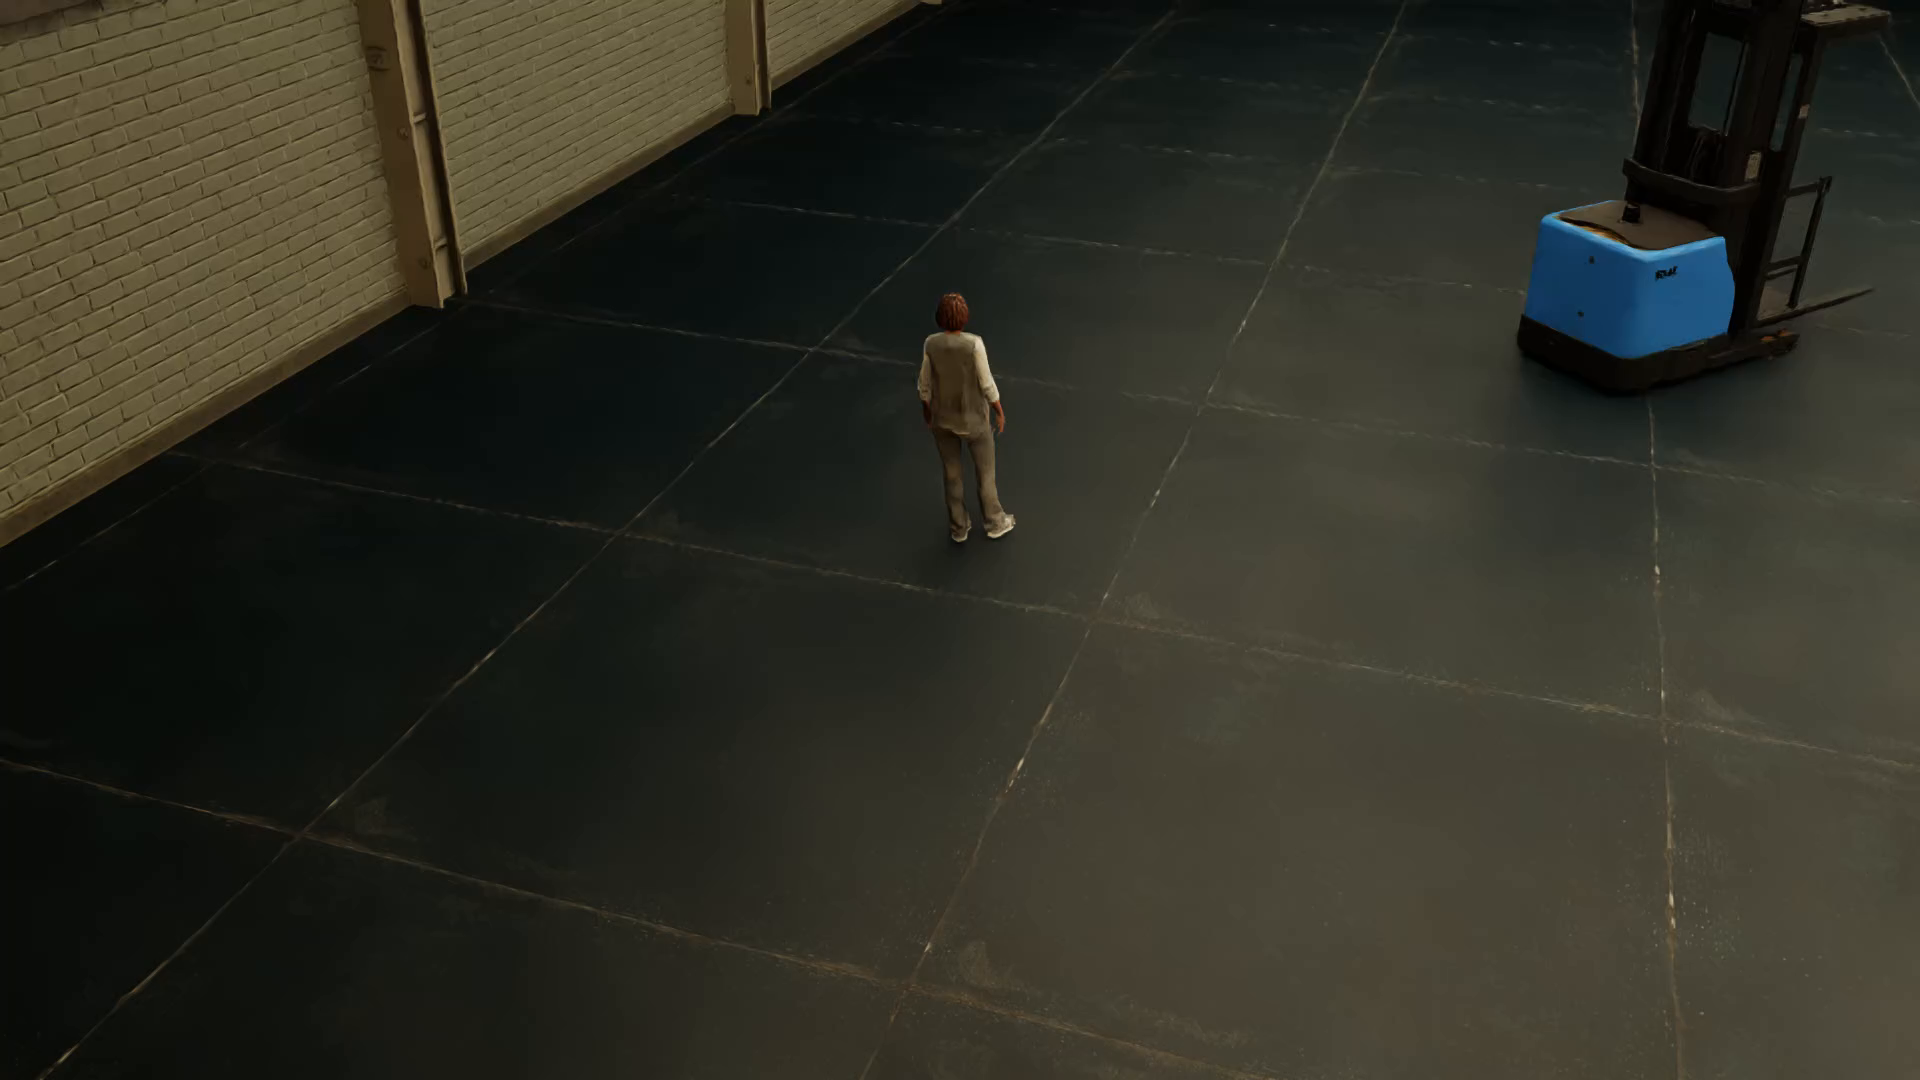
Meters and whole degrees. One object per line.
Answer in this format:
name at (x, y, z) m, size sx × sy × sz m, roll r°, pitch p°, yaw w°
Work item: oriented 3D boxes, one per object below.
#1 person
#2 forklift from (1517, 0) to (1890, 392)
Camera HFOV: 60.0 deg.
person at (0.037, -0.732, 9.754) m, size 0.521 × 1.597 × 0.474 m, roll 10°, pitch 31°, yaw 16°
forklift at (5.742, -2.849, 12.135) m, size 3.031 × 2.935 × 1.130 m, roll -15°, pitch 33°, yaw -25°
